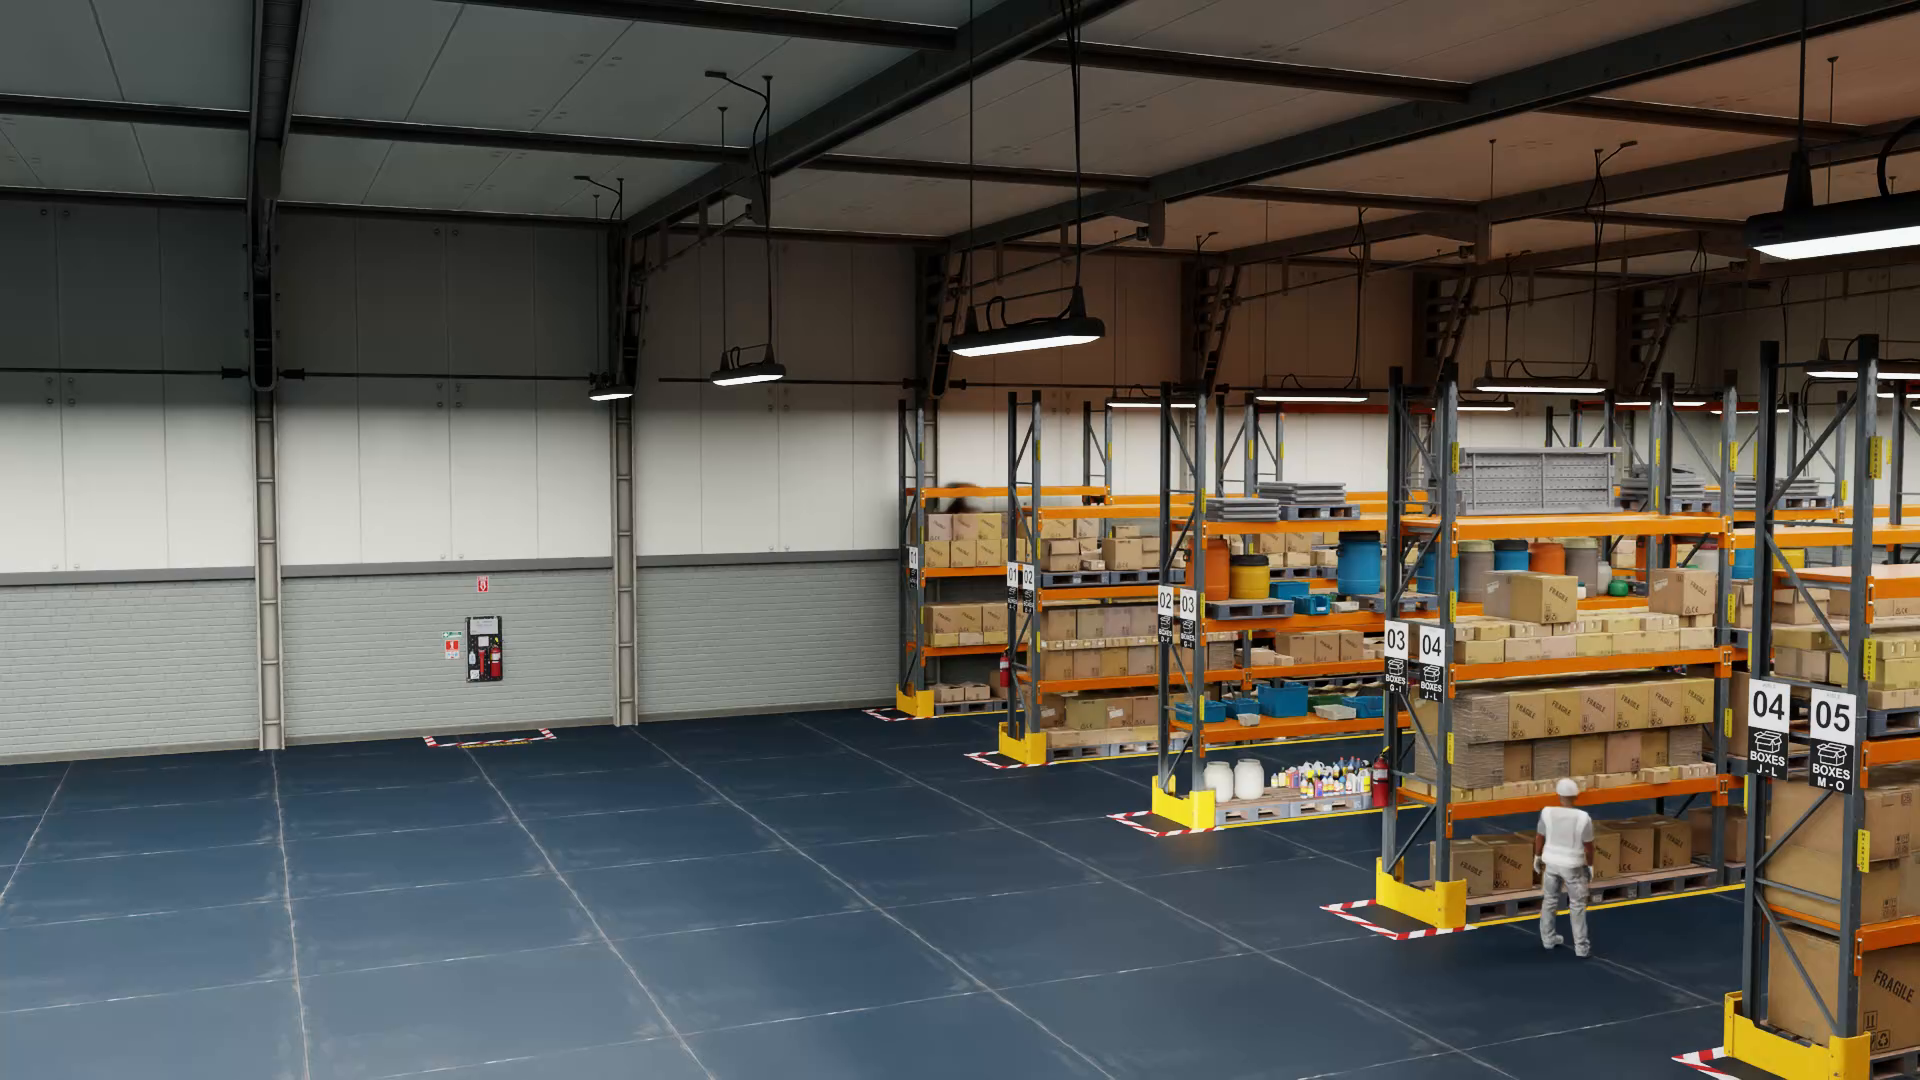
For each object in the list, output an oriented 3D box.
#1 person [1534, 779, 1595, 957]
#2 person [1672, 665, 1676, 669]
[{"bbox_3d":[6.132,3.287,16.841,0.522,1.785,0.614,-3,4,-40],"label":"person"},{"bbox_3d":[15.218,2.235,35.807,0.499,1.691,0.537,2,4,32],"label":"person"}]
